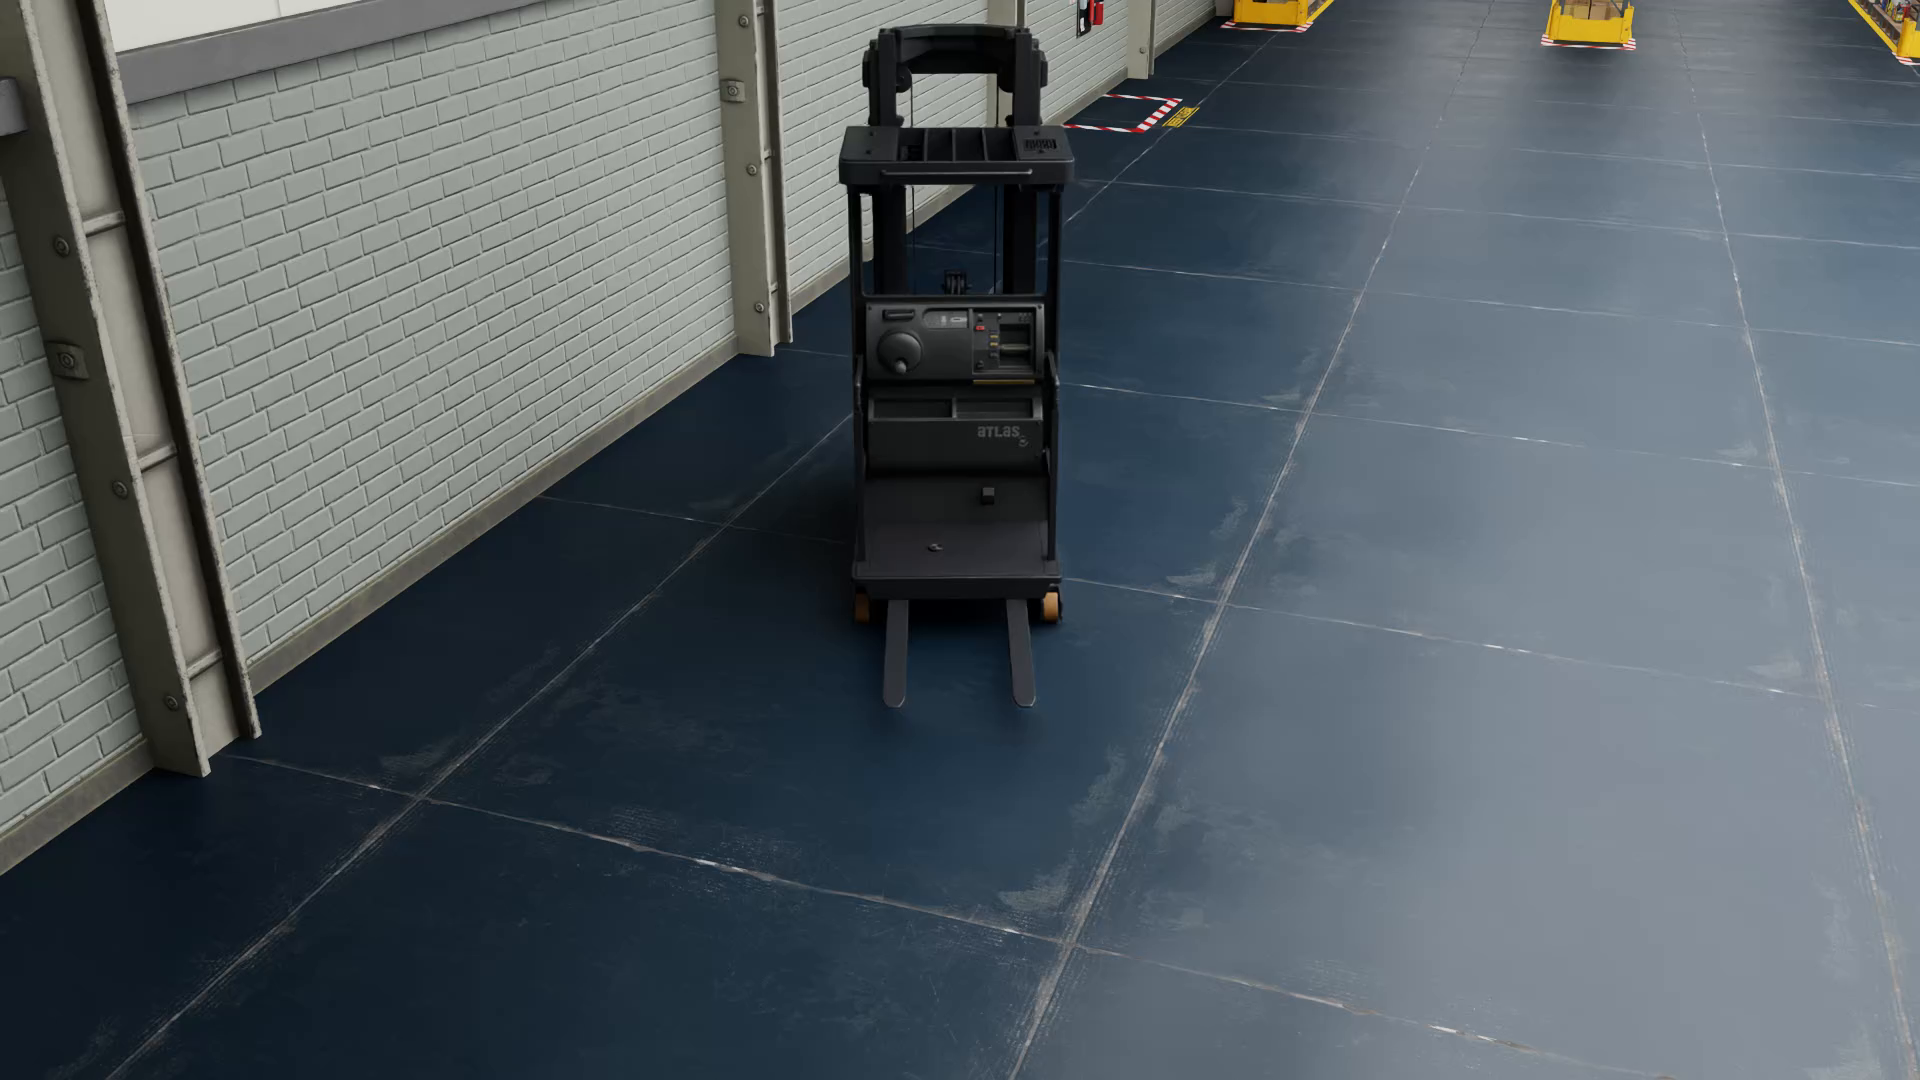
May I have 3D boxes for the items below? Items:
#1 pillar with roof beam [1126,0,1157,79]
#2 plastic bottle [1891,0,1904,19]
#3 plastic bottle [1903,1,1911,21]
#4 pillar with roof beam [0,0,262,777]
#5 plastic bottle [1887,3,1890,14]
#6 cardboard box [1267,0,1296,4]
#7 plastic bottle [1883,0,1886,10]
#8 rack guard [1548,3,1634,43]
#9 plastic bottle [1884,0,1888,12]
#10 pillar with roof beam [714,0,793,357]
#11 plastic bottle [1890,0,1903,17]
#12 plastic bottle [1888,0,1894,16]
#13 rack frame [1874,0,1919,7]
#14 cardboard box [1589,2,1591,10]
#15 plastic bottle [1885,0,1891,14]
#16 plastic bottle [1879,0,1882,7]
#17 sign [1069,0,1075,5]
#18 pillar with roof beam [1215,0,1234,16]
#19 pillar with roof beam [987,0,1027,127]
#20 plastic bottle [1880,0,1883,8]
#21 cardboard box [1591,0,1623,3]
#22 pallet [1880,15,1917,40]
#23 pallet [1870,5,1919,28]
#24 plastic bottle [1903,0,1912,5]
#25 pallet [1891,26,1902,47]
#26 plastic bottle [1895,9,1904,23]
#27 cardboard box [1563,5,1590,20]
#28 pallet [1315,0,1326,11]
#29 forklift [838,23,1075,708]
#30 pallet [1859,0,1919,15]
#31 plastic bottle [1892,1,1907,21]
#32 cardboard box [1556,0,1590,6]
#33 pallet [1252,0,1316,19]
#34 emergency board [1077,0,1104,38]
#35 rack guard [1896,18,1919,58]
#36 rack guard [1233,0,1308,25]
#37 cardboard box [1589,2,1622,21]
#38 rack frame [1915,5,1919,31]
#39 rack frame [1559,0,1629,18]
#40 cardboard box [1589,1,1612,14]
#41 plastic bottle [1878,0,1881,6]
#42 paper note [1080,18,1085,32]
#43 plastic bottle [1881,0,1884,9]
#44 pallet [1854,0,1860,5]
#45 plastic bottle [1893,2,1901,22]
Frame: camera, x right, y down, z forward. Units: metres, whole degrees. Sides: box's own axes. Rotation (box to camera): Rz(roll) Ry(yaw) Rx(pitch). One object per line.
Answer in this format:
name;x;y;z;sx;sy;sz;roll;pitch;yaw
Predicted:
pillar with roof beam;6.542;-9.851;19.769;9.100;9.000;0.400;9;27;17
plastic bottle;14.758;-8.338;26.149;0.152;0.276;0.135;8;27;16
plastic bottle;14.812;-8.269;25.999;0.061;0.283;0.133;9;27;17
pillar with roof beam;0.552;-2.454;4.492;9.100;9.000;0.400;9;27;17
plastic bottle;14.896;-8.511;26.593;0.097;0.201;0.097;0;26;0
cardboard box;5.377;-9.087;27.656;0.500;0.311;0.500;6;26;12
plastic bottle;15.075;-8.769;26.954;0.144;0.351;0.185;10;27;19
rack guard;9.726;-7.976;25.649;1.175;0.500;0.348;9;27;17
plastic bottle;15.012;-8.691;26.793;0.144;0.351;0.185;8;27;15
pillar with roof beam;2.549;-4.919;9.584;9.100;9.000;0.400;9;27;17
plastic bottle;14.809;-8.440;26.275;0.144;0.351;0.185;10;28;20
plastic bottle;14.871;-8.517;26.433;0.144;0.351;0.185;9;27;17
rack frame;15.735;-10.035;27.033;1.000;3.000;0.127;9;27;17
cardboard box;10.452;-8.662;26.871;0.500;0.250;0.500;9;27;17
plastic bottle;14.918;-8.599;26.680;0.061;0.283;0.133;10;28;20
plastic bottle;15.182;-8.864;27.322;0.097;0.201;0.097;0;26;0
sign;1.343;-6.569;19.834;0.001;0.329;0.234;9;27;17
pillar with roof beam;8.539;-12.316;24.862;9.100;9.000;0.400;9;27;17
pillar with roof beam;4.545;-7.385;14.677;9.100;9.000;0.400;9;27;17
plastic bottle;15.148;-8.822;27.235;0.097;0.201;0.097;0;26;0
cardboard box;10.287;-8.794;26.283;0.500;0.500;0.500;9;27;17
pallet;15.068;-8.007;26.044;1.003;0.211;1.213;9;27;17
pallet;15.472;-8.510;27.083;1.003;0.211;1.213;9;27;17
plastic bottle;15.019;-8.472;26.426;0.152;0.276;0.135;9;27;17
pallet;14.660;-7.507;25.012;1.003;0.211;1.213;9;27;17
plastic bottle;14.602;-8.148;25.842;0.097;0.201;0.097;0;26;0
cardboard box;9.634;-8.325;26.176;0.500;0.250;0.500;9;27;17
pallet;5.798;-9.432;28.988;1.003;0.211;1.213;9;27;17
forklift;-0.020;-1.011;8.475;1.130;2.935;3.031;0;26;-1
pallet;15.960;-9.108;28.319;1.003;0.211;1.213;9;27;17
plastic bottle;14.712;-8.281;26.032;0.152;0.276;0.135;9;27;18
cardboard box;9.632;-8.663;26.013;0.500;0.500;0.500;9;27;17
pallet;5.391;-8.932;27.956;1.003;0.211;1.213;9;27;17
emergency board;1.624;-6.765;20.280;0.194;1.169;0.643;9;27;17
rack guard;14.385;-7.304;24.261;1.175;0.500;0.348;9;27;17
rack guard;5.087;-8.734;27.215;1.175;0.500;0.348;9;27;17
cardboard box;10.123;-8.250;26.021;0.500;0.250;0.500;9;27;17
rack frame;14.404;-8.391;23.638;1.000;3.000;0.127;9;27;17
rack frame;9.734;-9.111;25.125;1.000;3.000;0.127;9;27;17
cardboard box;10.285;-8.456;26.447;0.500;0.250;0.500;9;27;17
plastic bottle;15.216;-8.937;27.393;0.097;0.271;0.097;0;26;0
paper note;1.500;-6.306;20.342;0.016;0.148;0.142;9;27;17
plastic bottle;15.134;-8.803;27.109;0.152;0.276;0.135;10;27;19
pallet;16.364;-9.611;29.358;1.003;0.211;1.213;9;27;17
plastic bottle;14.624;-8.235;25.929;0.061;0.283;0.133;9;27;19
